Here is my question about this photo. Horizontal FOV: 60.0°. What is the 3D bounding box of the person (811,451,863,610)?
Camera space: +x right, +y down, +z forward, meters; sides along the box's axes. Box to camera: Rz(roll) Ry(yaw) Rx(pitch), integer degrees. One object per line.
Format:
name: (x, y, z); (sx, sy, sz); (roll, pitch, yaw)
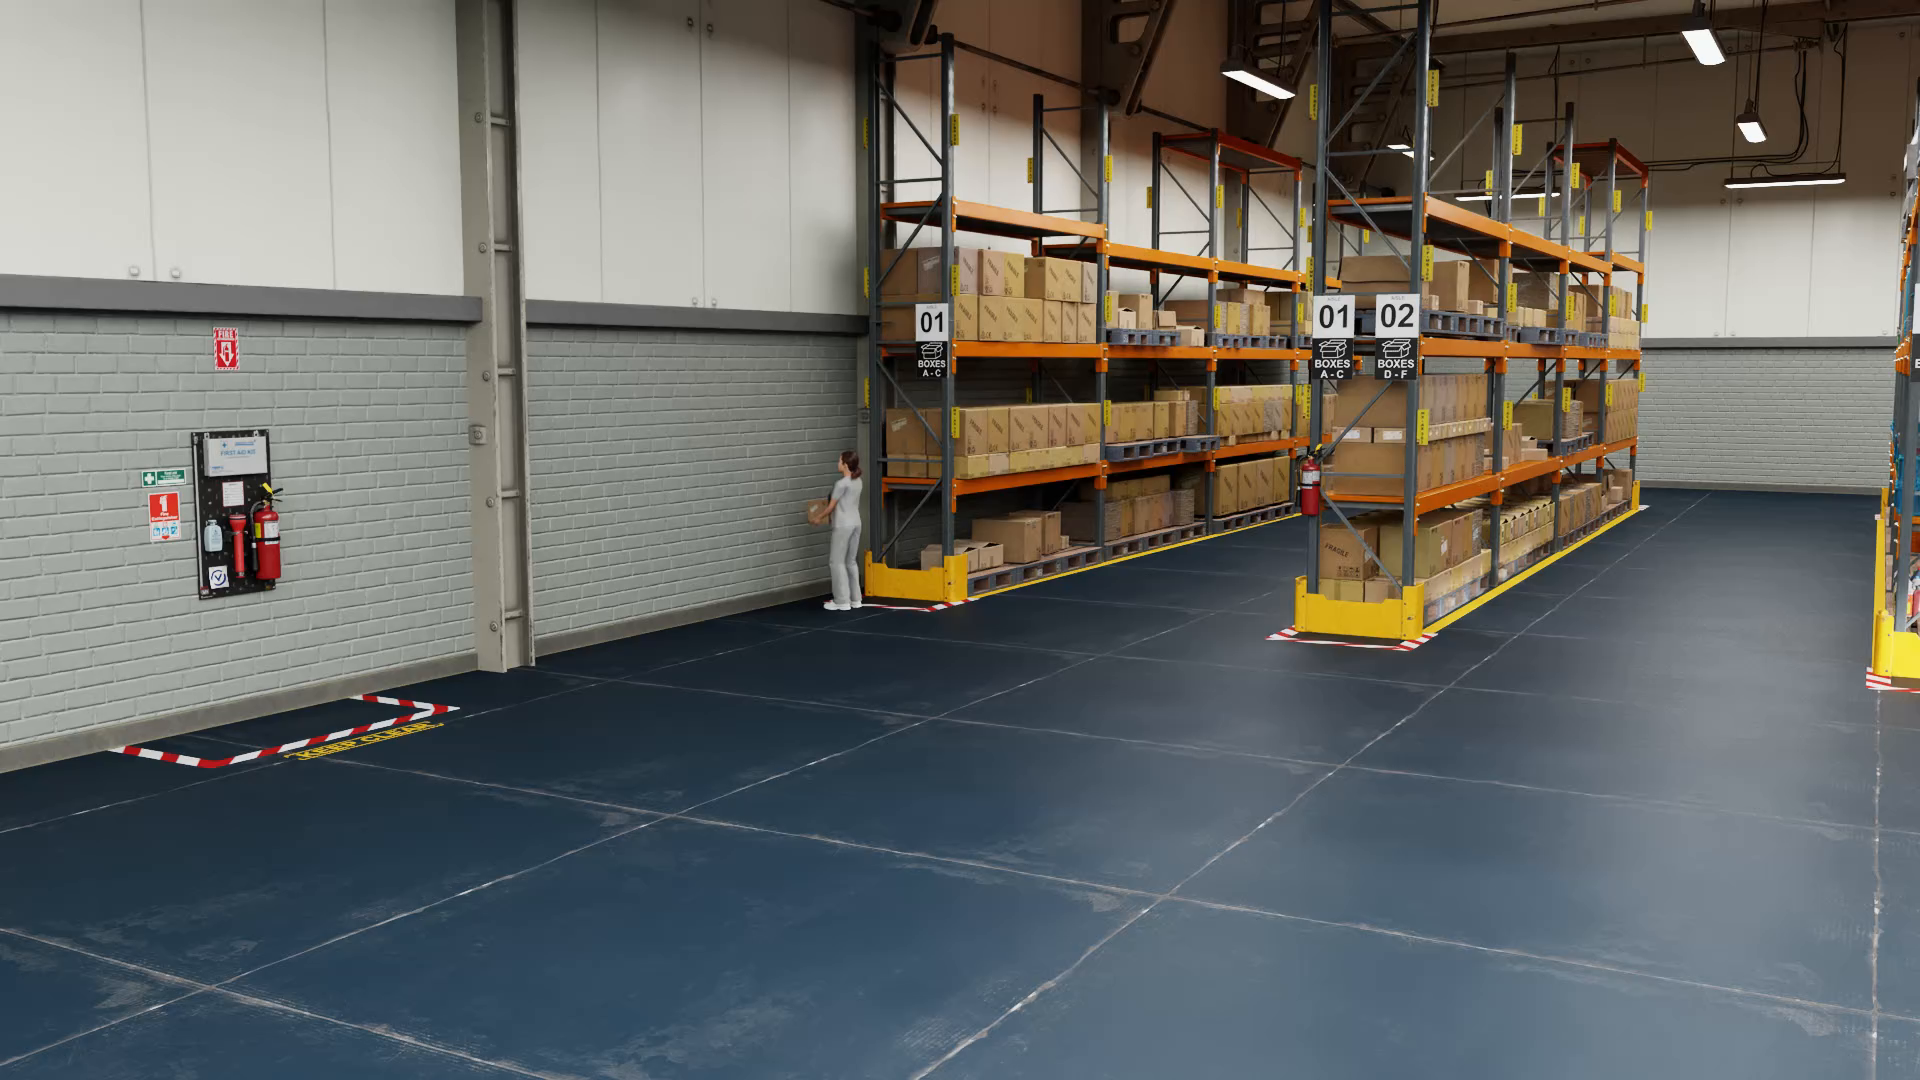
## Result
person: (-1.256, -0.107, 17.409); (0.560, 1.663, 0.436); (3, 7, 30)
